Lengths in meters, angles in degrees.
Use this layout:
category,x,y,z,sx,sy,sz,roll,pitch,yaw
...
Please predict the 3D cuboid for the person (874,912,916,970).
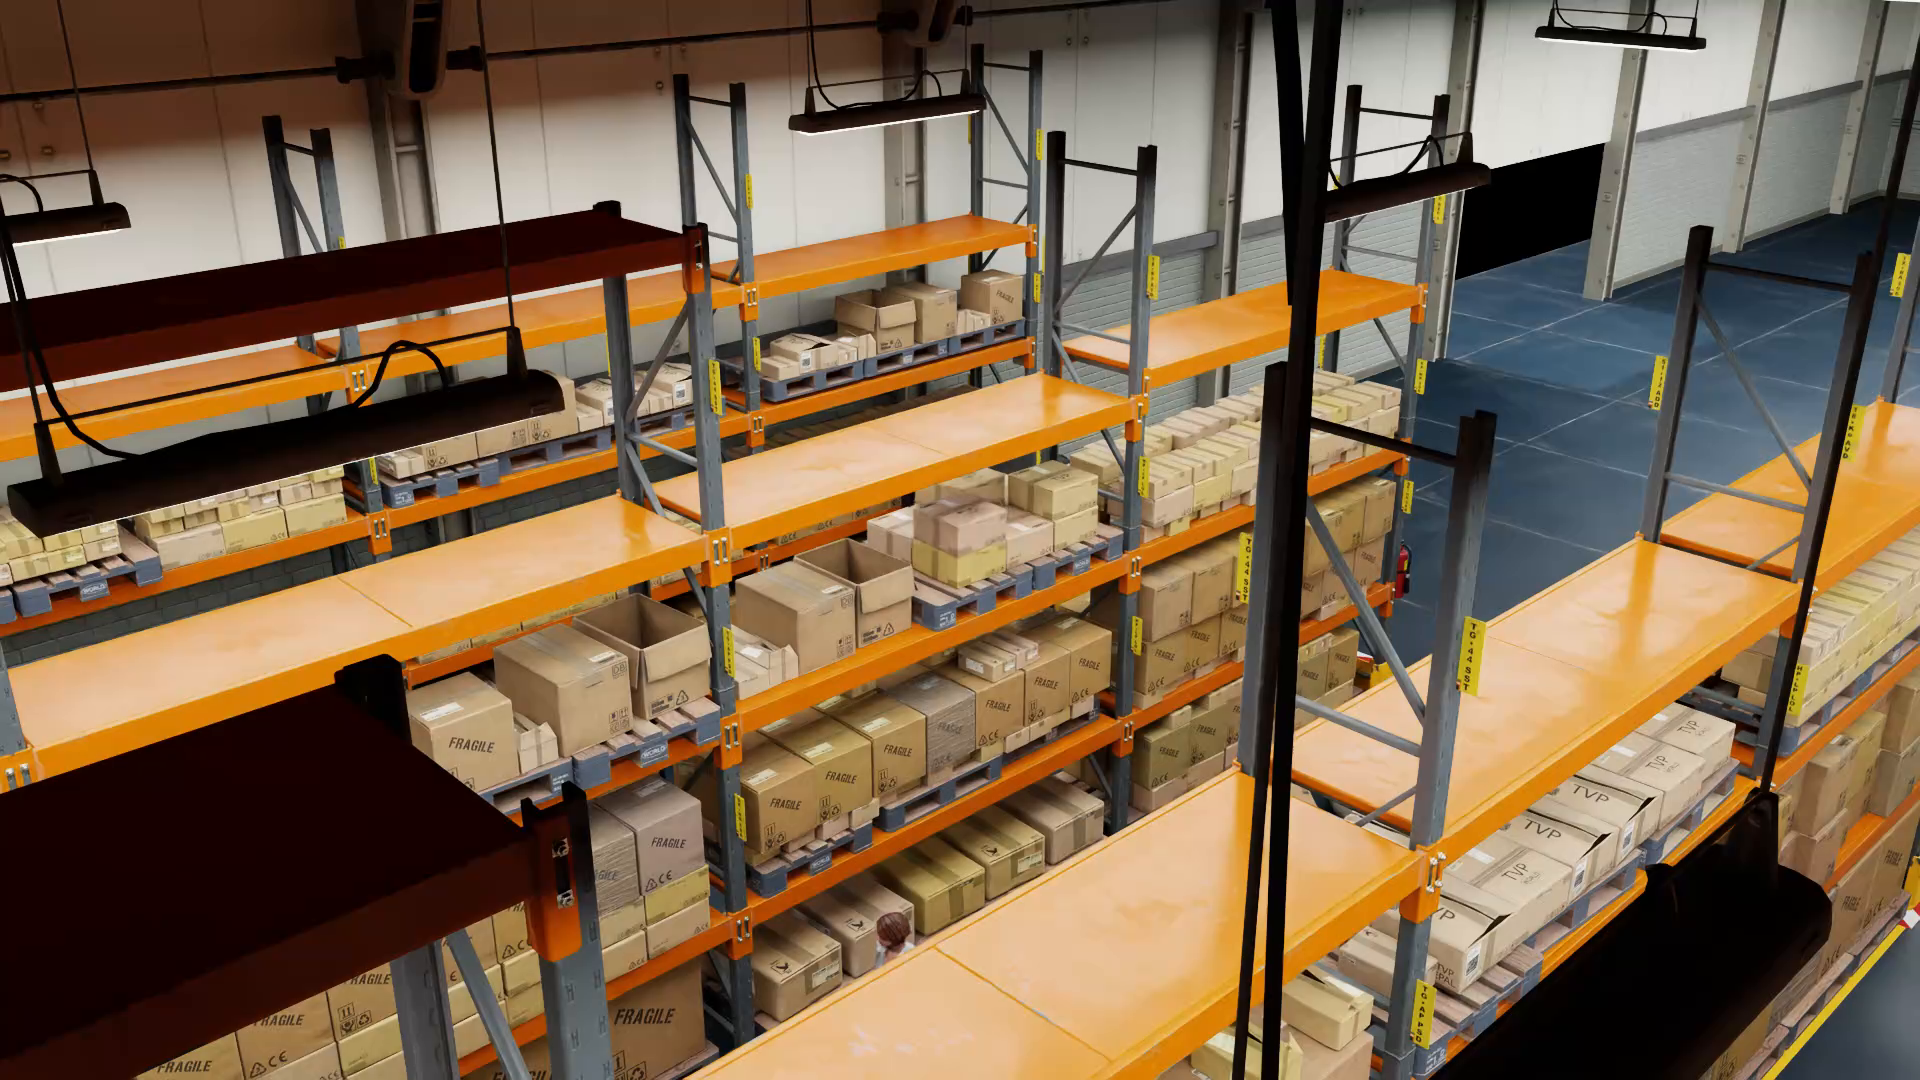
category,x,y,z,sx,sy,sz,roll,pitch,yaw
person,-0.391,3.184,11.088,0.484,1.630,0.386,20,30,39
